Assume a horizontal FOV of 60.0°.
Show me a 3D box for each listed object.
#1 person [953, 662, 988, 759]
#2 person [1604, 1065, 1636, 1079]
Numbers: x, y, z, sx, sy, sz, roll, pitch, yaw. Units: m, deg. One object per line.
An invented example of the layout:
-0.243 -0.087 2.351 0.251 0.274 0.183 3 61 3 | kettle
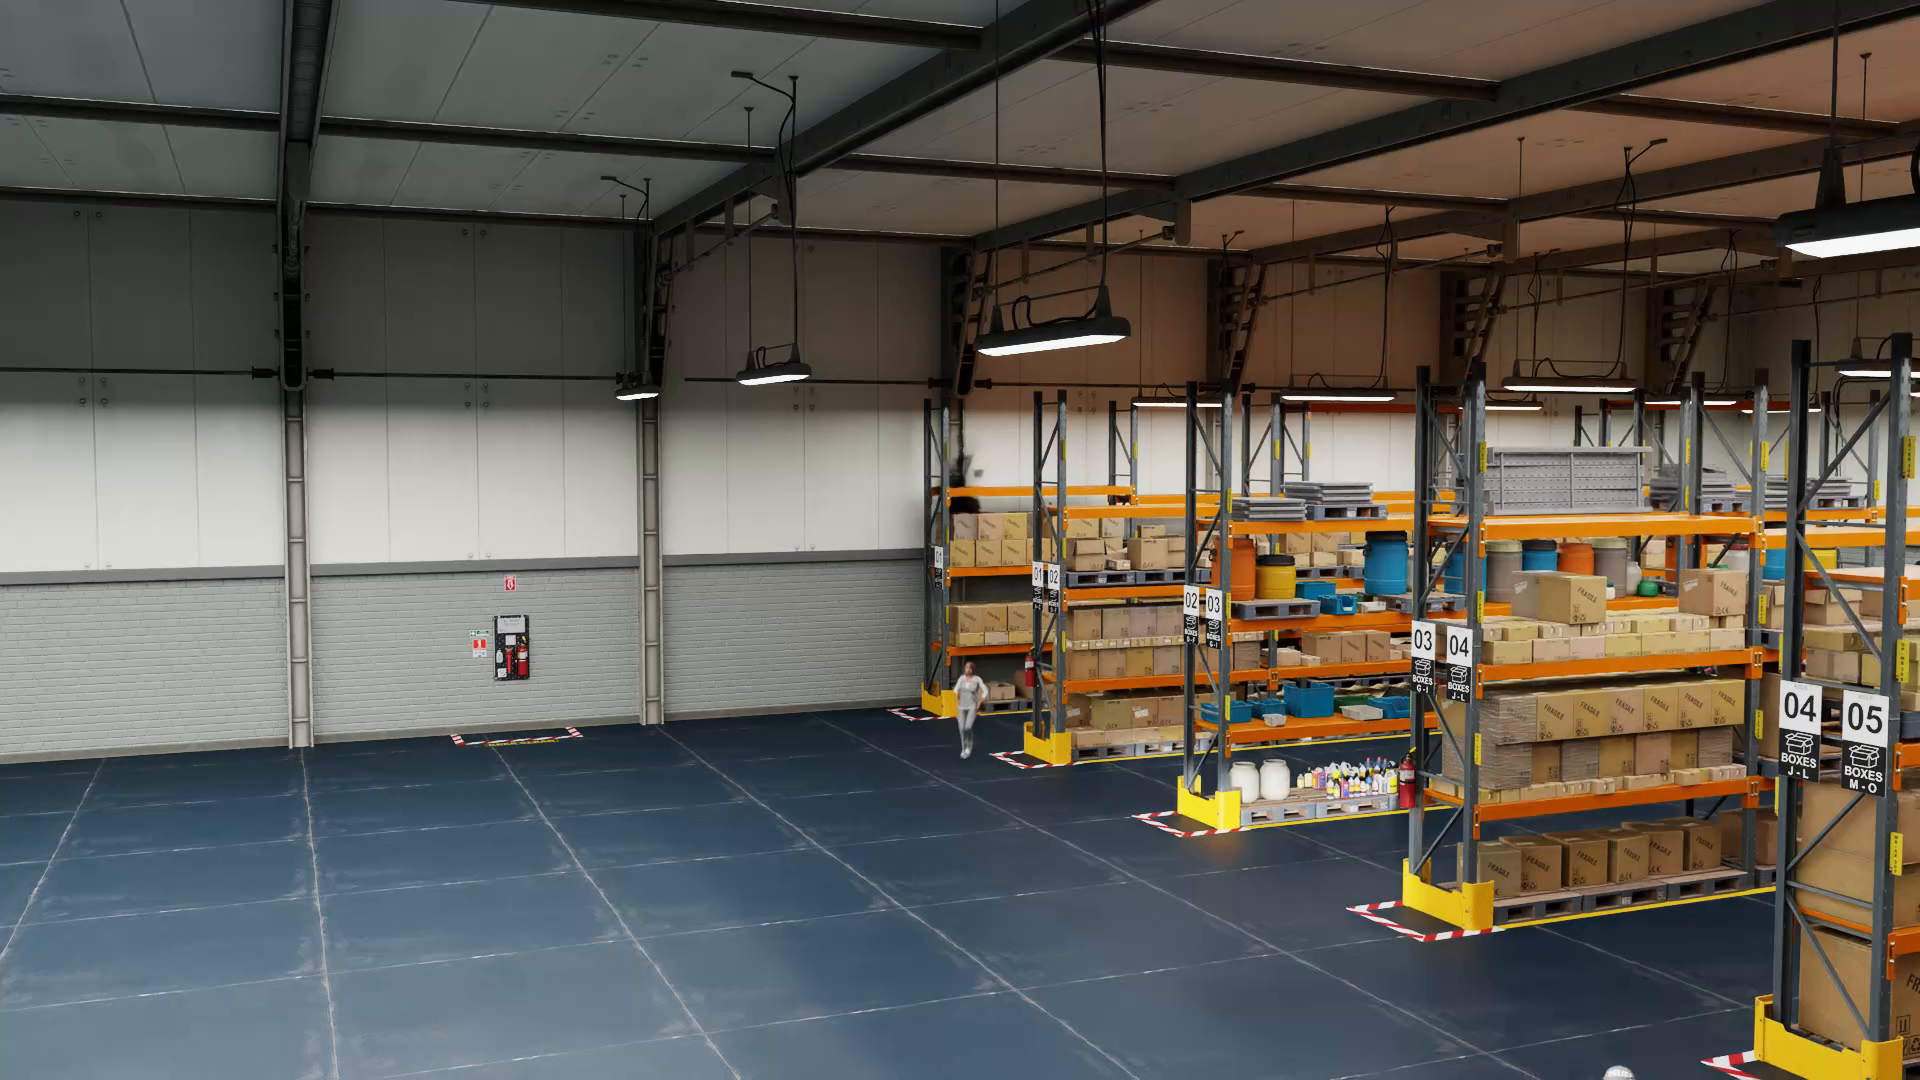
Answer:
0.132 2.781 27.095 0.549 1.560 0.542 1 4 21 | person
3.695 3.795 9.397 0.593 1.607 0.559 1 4 19 | person
